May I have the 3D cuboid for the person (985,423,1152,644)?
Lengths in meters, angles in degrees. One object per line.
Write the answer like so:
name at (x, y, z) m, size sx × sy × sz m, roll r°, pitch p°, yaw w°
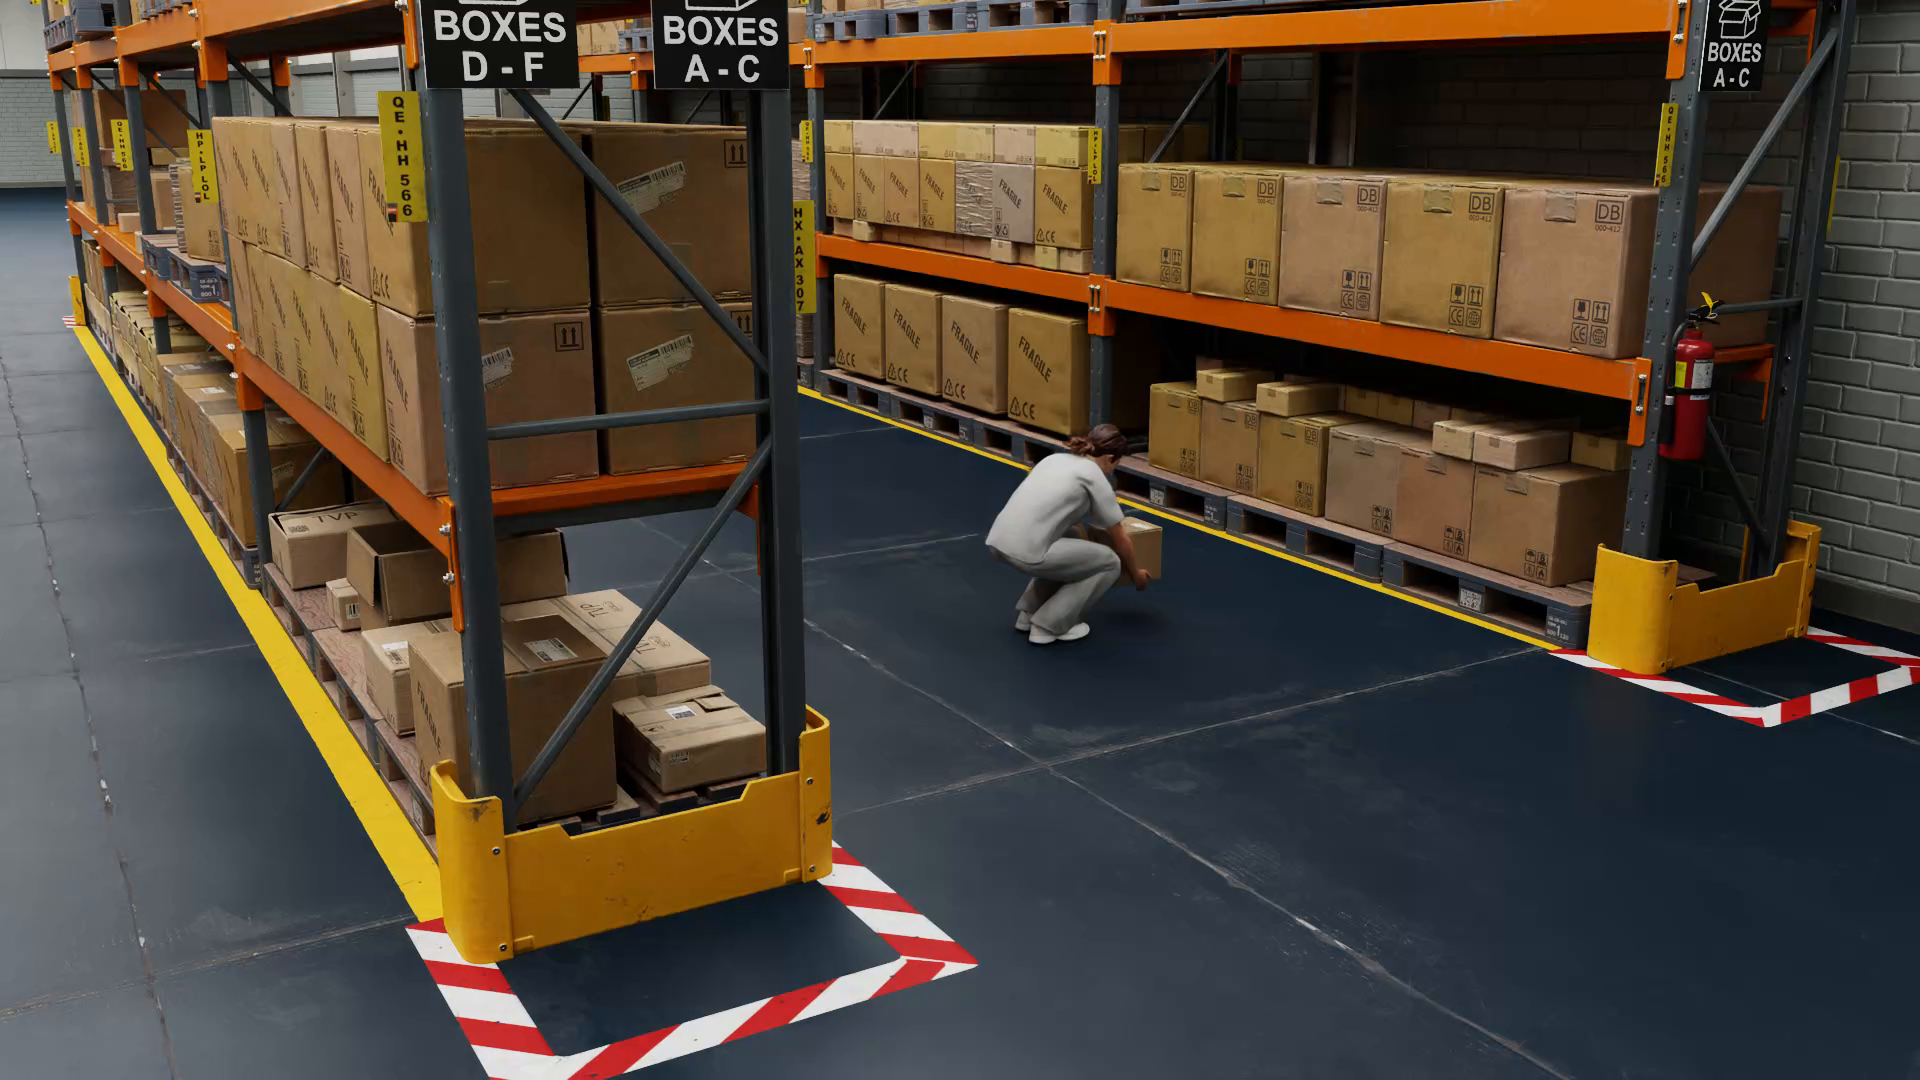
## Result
person at (0.488, -0.041, 7.620) m, size 0.796 × 0.936 × 0.492 m, roll -9°, pitch 17°, yaw -30°
